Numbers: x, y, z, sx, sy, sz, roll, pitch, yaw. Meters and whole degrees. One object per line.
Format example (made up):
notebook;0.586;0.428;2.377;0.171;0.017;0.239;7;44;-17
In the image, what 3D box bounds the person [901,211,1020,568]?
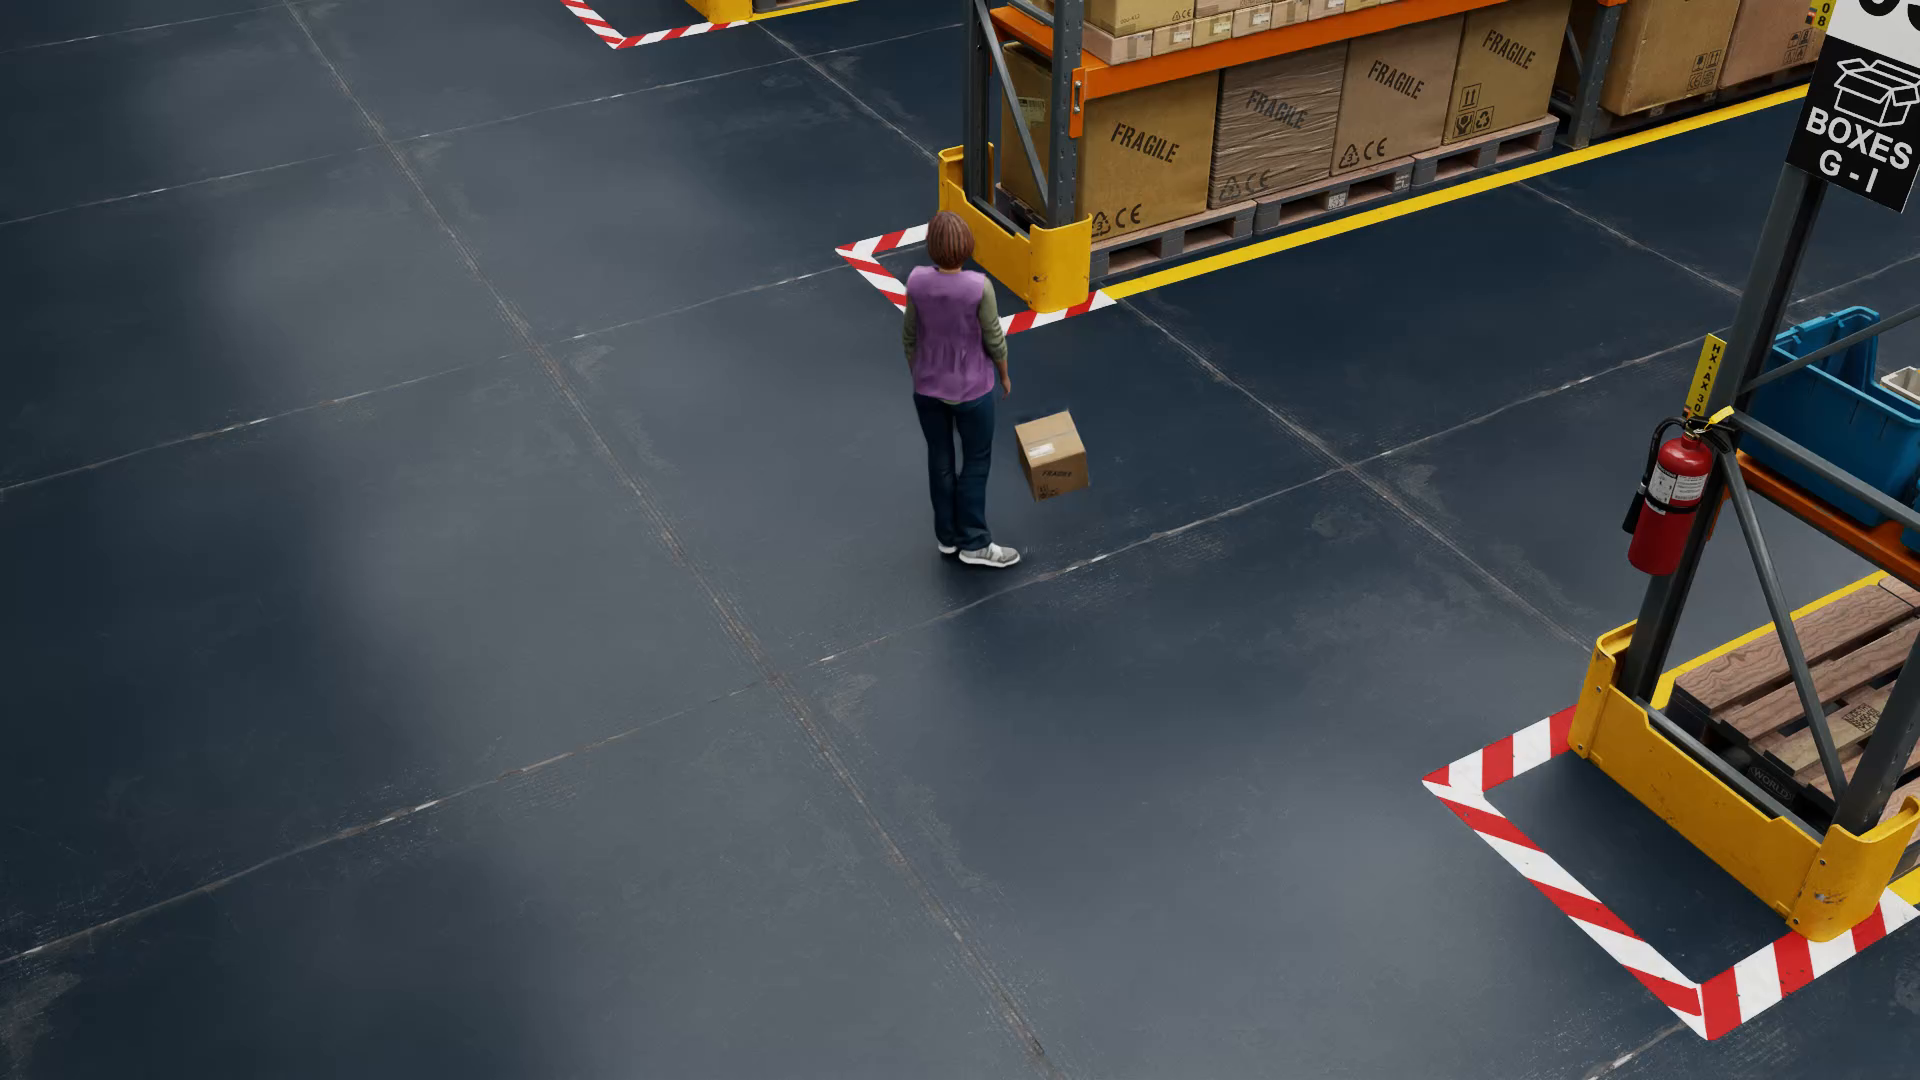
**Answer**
person;0.022;-0.624;6.953;0.549;1.600;0.363;12;39;15
